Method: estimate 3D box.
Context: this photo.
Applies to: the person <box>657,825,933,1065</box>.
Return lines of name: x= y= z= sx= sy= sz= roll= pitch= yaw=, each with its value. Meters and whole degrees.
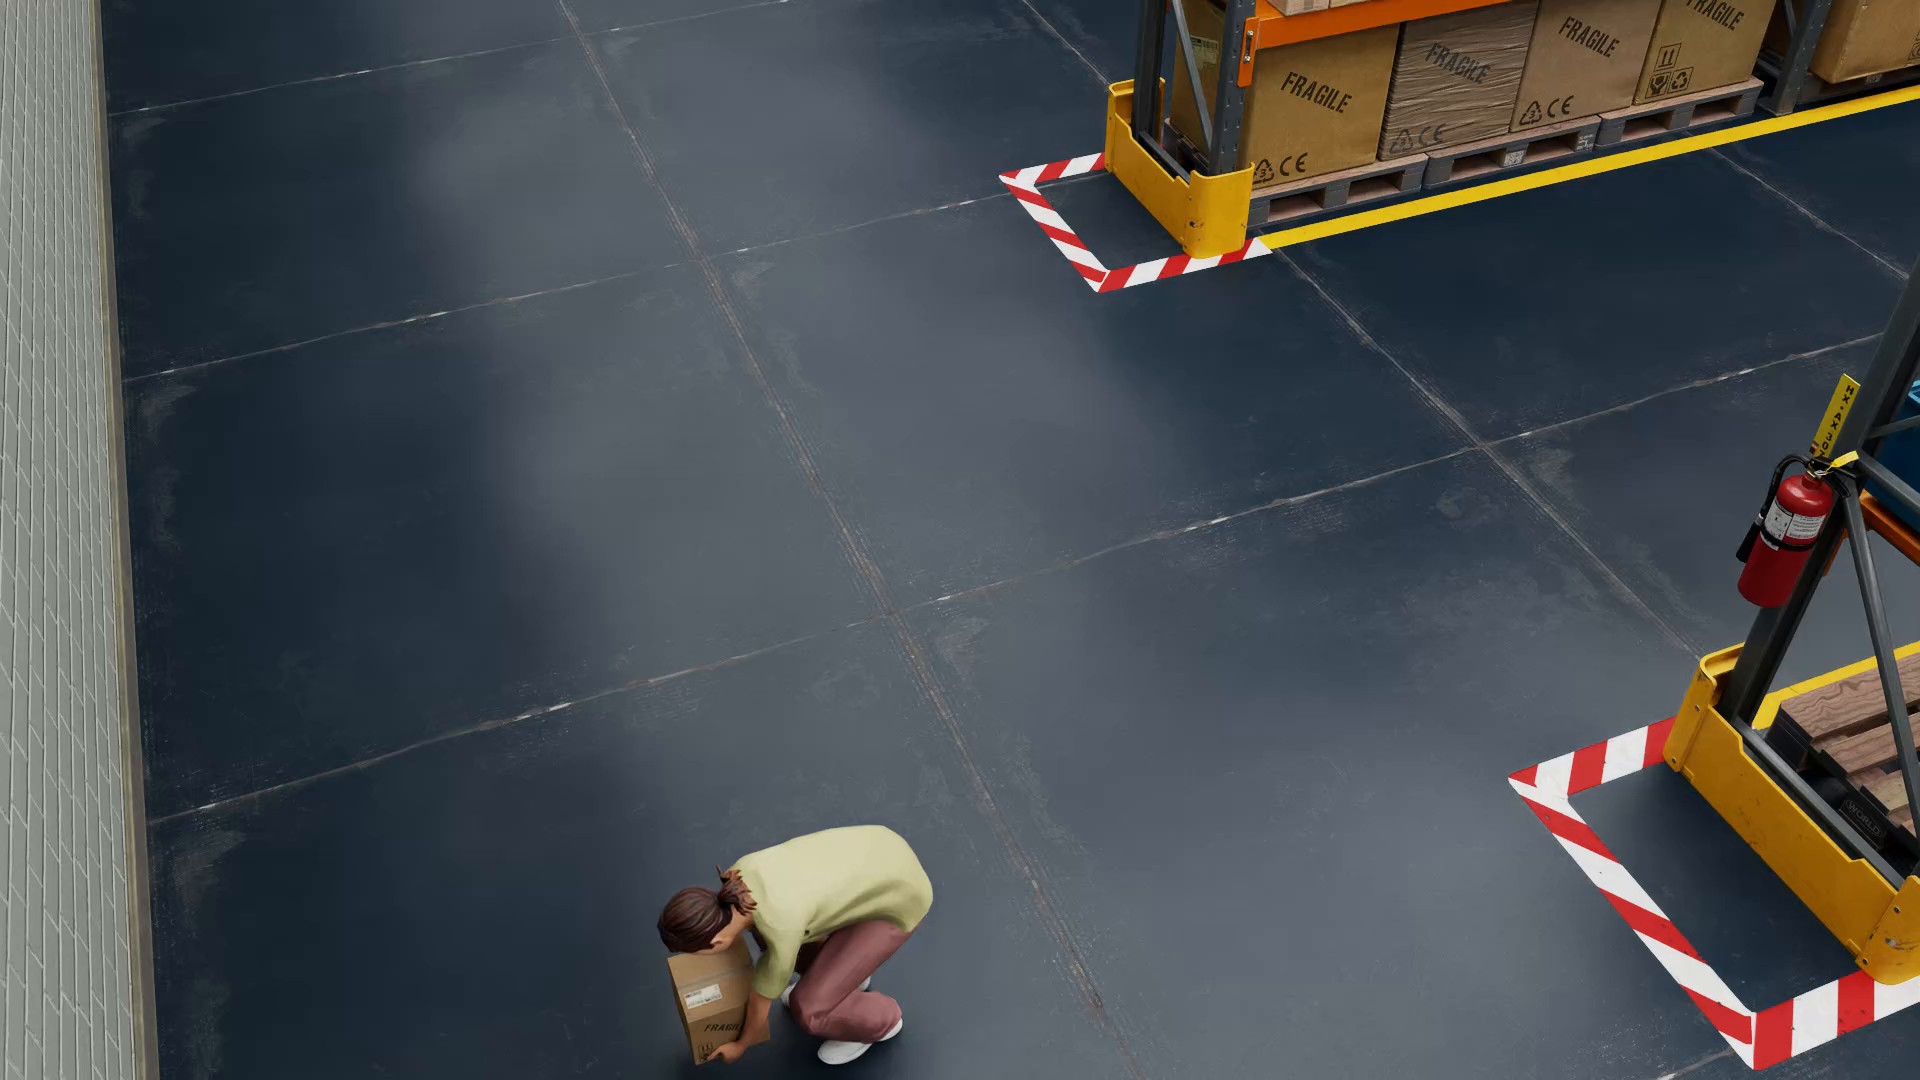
person: x=-0.502 y=1.290 z=5.267 sx=0.852 sy=0.950 sz=0.469 roll=-17 pitch=45 yaw=-18
